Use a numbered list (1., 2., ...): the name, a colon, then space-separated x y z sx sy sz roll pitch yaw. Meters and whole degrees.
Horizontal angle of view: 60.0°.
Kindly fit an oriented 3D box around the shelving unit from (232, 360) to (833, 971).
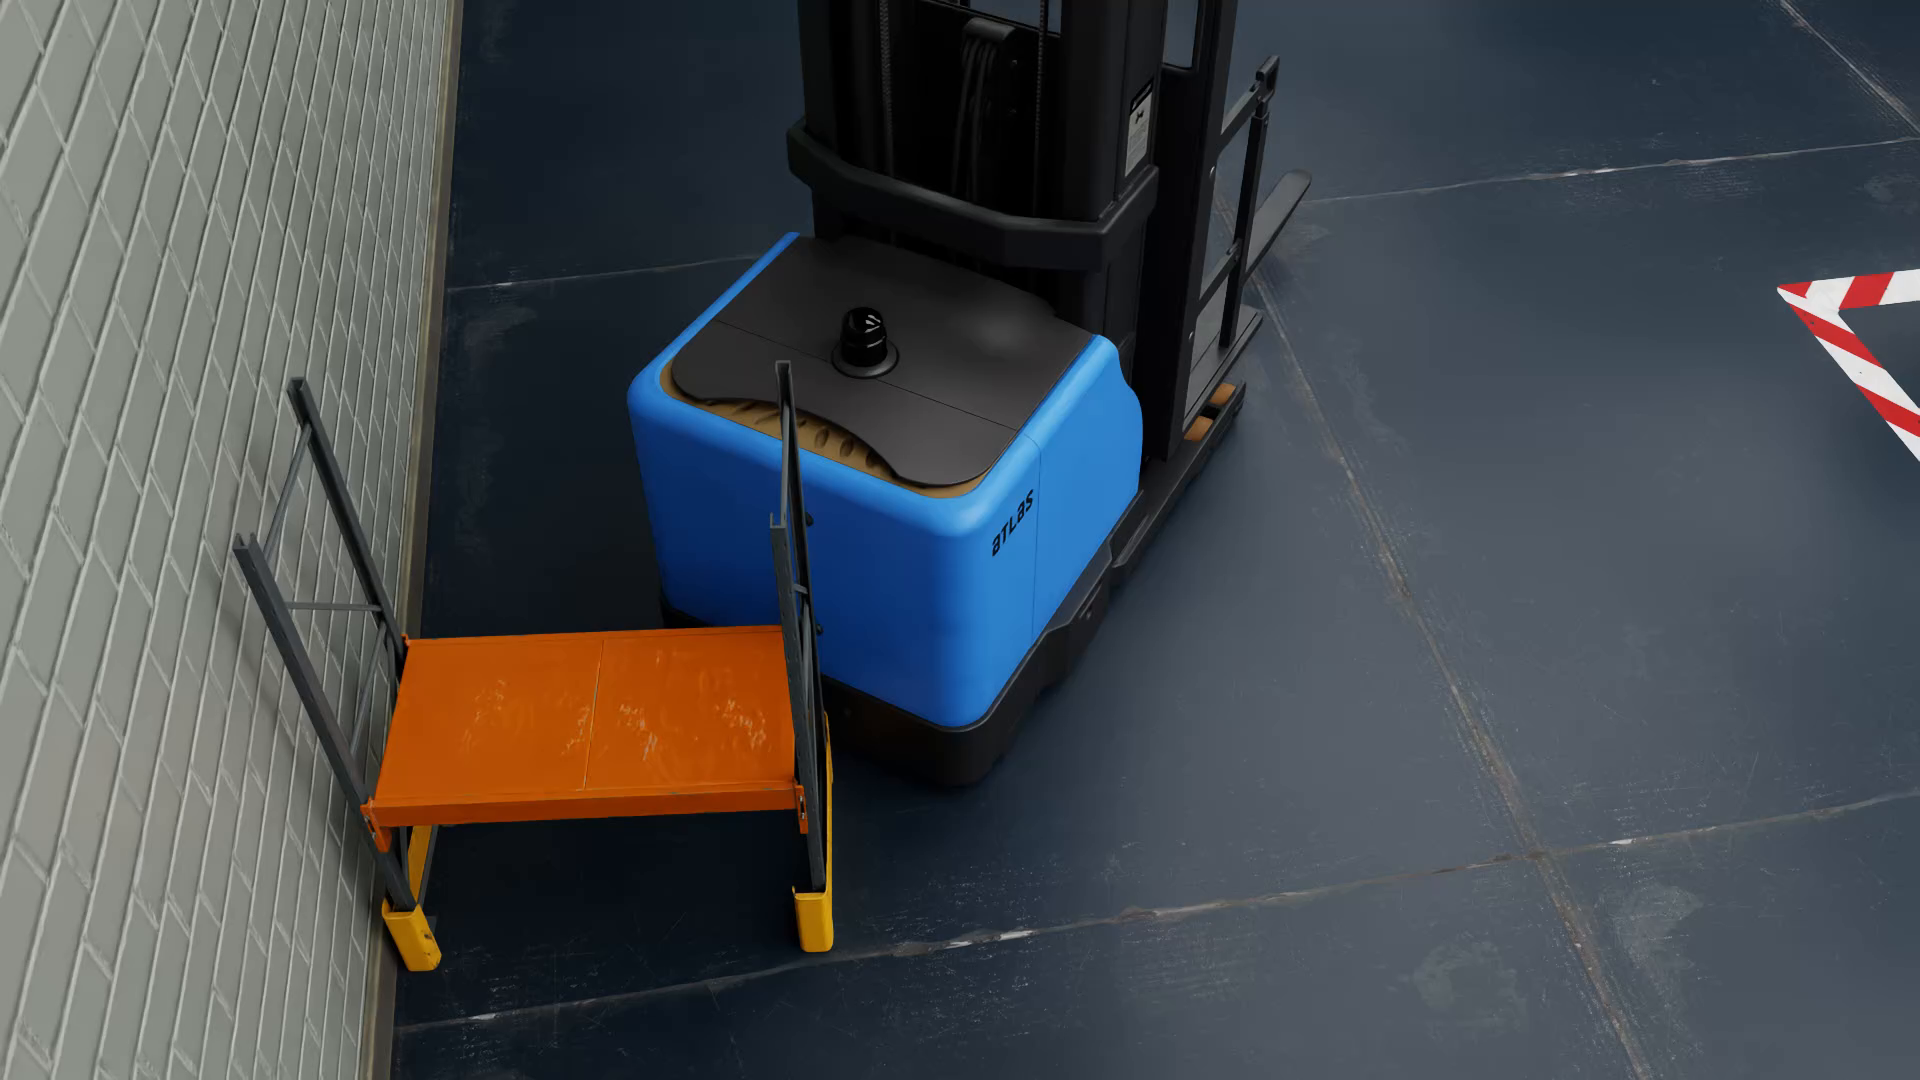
1. shelving unit: -0.879 0.338 3.883 1.083 1.500 0.587 -2 46 -2

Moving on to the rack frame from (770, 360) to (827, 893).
1. rack frame: -0.363 0.318 3.902 0.032 1.500 0.500 -2 46 -2

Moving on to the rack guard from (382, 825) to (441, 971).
1. rack guard: -1.377 0.791 4.314 0.087 0.250 0.587 -2 46 -2

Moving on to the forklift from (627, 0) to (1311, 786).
1. forklift: 0.301 -1.410 4.573 1.130 2.935 3.031 22 50 20

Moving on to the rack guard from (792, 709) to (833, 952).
1. rack guard: -0.382 0.752 4.352 0.087 0.250 0.587 -2 46 -2

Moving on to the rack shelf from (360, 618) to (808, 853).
1. rack shelf: -0.870 0.462 4.013 1.000 0.185 0.538 -2 46 -2

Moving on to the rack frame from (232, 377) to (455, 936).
1. rack frame: -1.378 0.357 3.864 0.032 1.500 0.500 -2 46 -2
